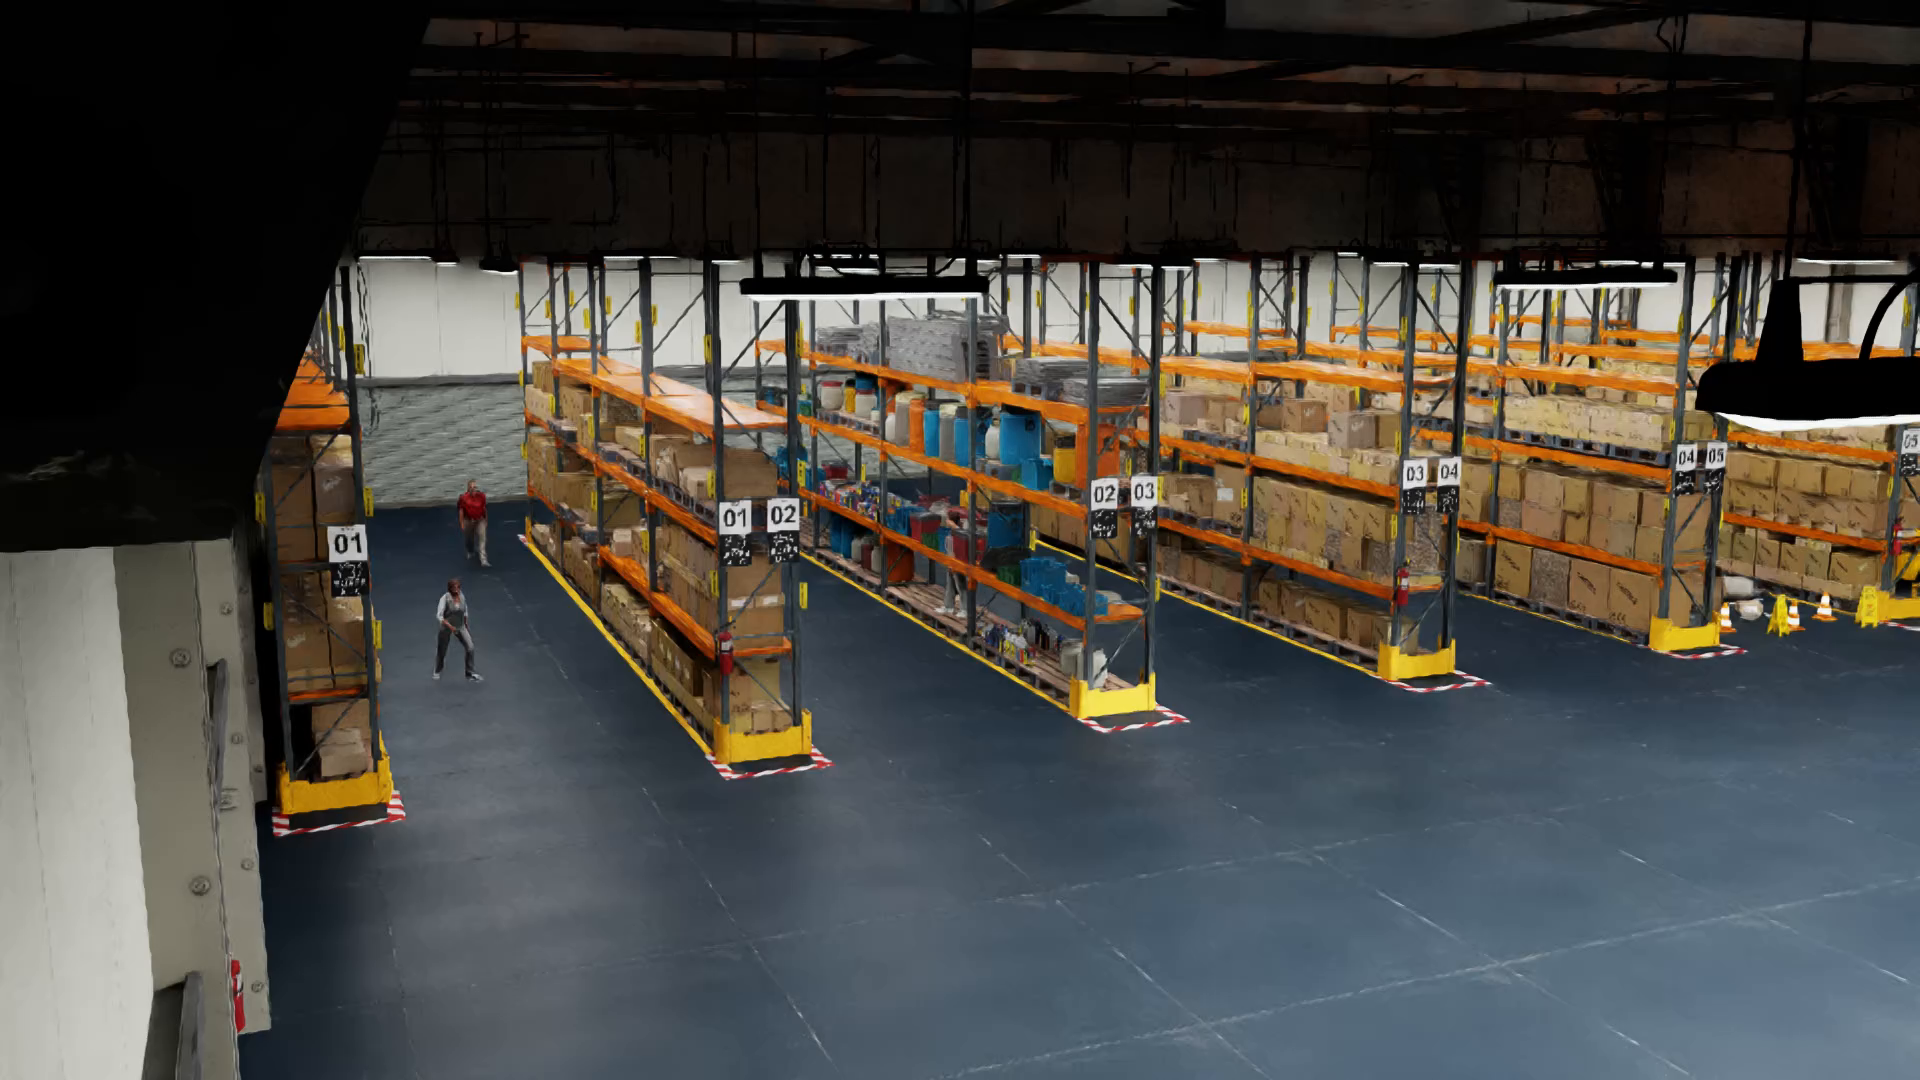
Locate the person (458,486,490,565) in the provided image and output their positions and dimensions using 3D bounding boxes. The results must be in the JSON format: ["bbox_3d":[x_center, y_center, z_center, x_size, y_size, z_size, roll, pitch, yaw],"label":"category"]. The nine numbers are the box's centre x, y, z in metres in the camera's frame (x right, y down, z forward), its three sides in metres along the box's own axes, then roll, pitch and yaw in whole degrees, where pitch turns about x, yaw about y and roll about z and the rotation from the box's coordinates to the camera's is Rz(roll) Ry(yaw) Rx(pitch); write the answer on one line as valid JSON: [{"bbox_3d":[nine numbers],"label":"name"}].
[{"bbox_3d":[-9.465,-0.311,32.330,0.532,1.552,1.126,-4,11,-19],"label":"person"}]

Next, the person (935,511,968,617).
[{"bbox_3d":[-0.111,0.366,26.544,0.543,1.668,0.546,-2,11,-12],"label":"person"}]

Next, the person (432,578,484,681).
[{"bbox_3d":[-7.258,1.283,23.820,0.562,1.490,0.782,-8,13,-39],"label":"person"}]
